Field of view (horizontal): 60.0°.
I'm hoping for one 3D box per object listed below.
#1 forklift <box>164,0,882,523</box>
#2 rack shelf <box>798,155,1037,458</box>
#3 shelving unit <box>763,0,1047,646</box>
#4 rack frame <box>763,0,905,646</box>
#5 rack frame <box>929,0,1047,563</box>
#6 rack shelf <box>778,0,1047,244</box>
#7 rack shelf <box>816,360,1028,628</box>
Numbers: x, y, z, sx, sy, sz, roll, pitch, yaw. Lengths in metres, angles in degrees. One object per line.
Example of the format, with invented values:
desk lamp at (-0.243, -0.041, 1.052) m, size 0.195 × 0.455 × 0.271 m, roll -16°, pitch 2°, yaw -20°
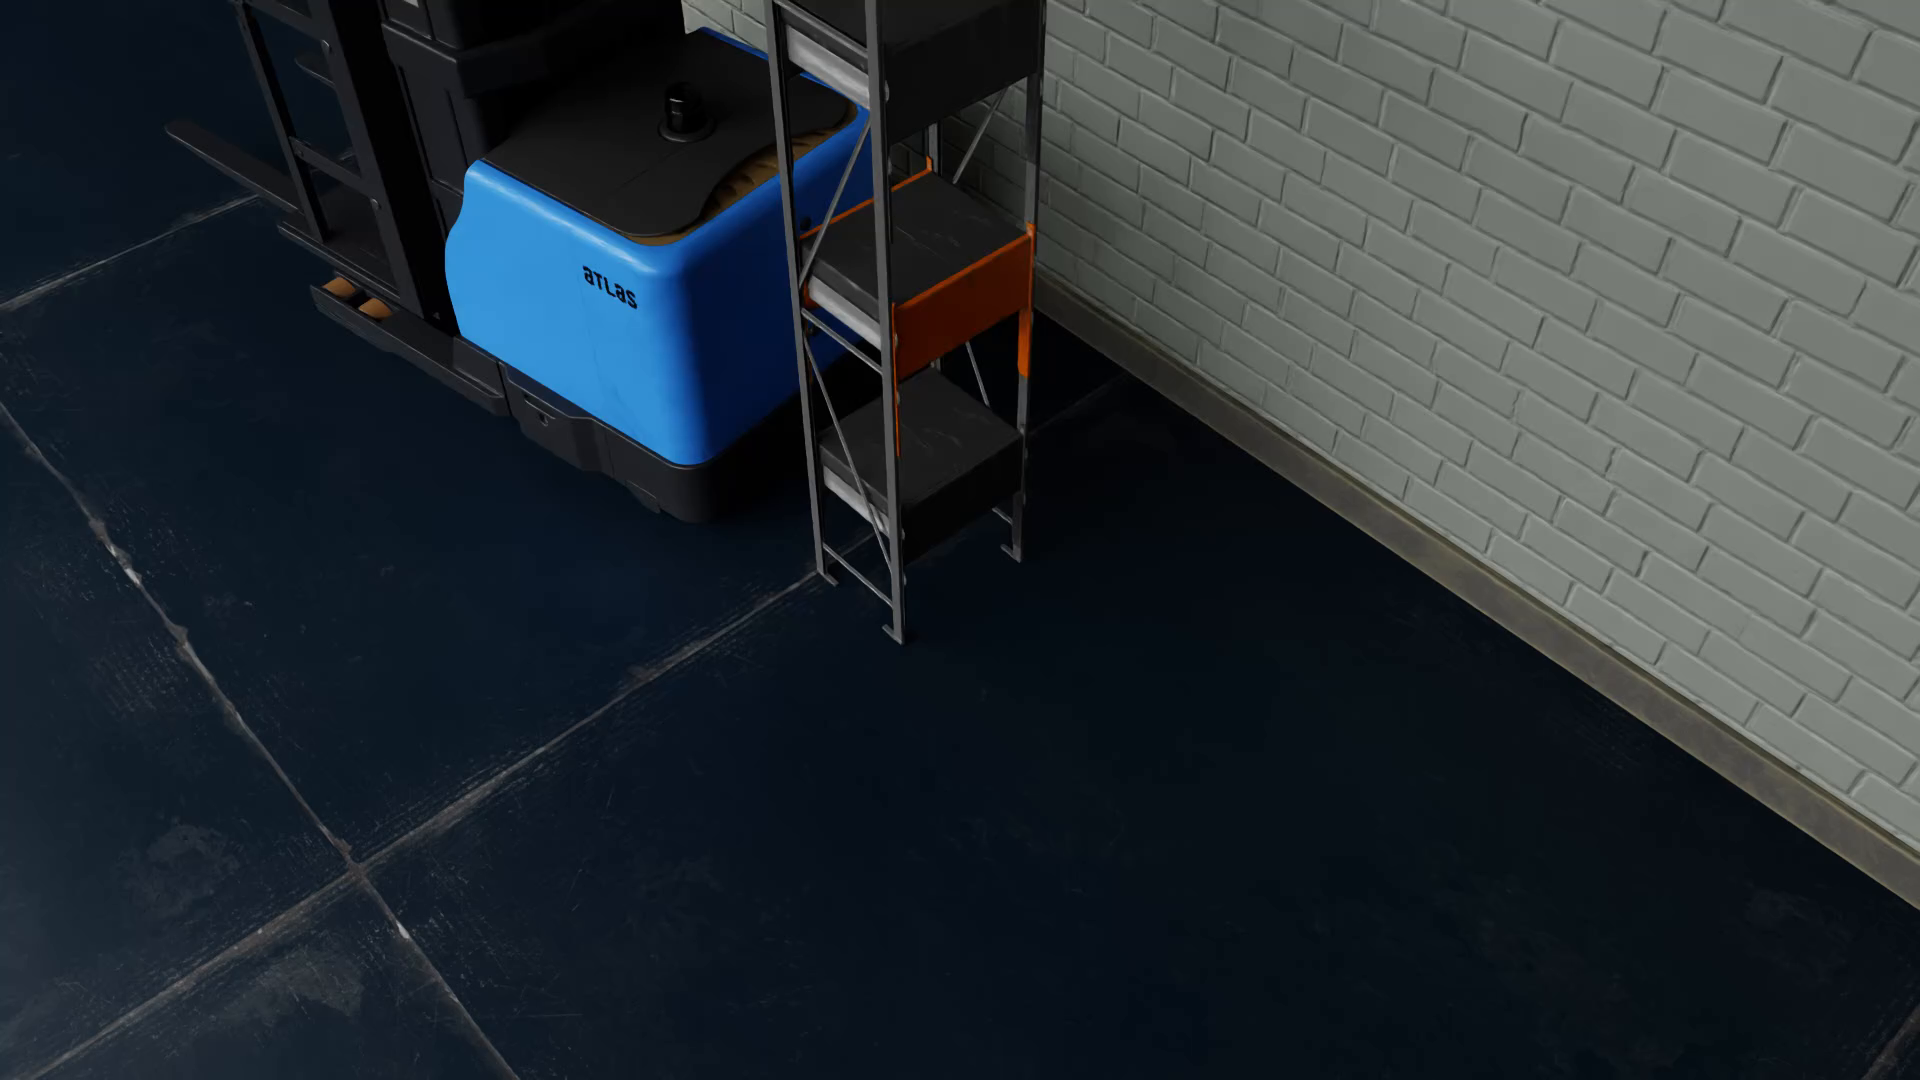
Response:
forklift at (-1.677, -1.953, 5.058) m, size 3.031 × 2.935 × 1.130 m, roll 30°, pitch 54°, yaw 25°
rack shelf at (-0.122, -0.621, 4.413) m, size 0.480 × 0.518 × 0.431 m, roll -34°, pitch 56°, yaw -27°
shelving unit at (-0.122, -0.630, 4.403) m, size 0.503 × 2.100 × 0.431 m, roll -34°, pitch 56°, yaw -27°
rack frame at (-0.303, -0.510, 4.291) m, size 0.015 × 2.100 × 0.400 m, roll -34°, pitch 56°, yaw -27°
rack frame at (0.058, -0.751, 4.514) m, size 0.015 × 2.100 × 0.400 m, roll -34°, pitch 56°, yaw -27°
rack shelf at (-0.122, -1.096, 3.898) m, size 0.480 × 0.518 × 0.431 m, roll -34°, pitch 56°, yaw -27°
rack shelf at (-0.122, -0.146, 4.927) m, size 0.480 × 0.518 × 0.431 m, roll -34°, pitch 56°, yaw -27°
